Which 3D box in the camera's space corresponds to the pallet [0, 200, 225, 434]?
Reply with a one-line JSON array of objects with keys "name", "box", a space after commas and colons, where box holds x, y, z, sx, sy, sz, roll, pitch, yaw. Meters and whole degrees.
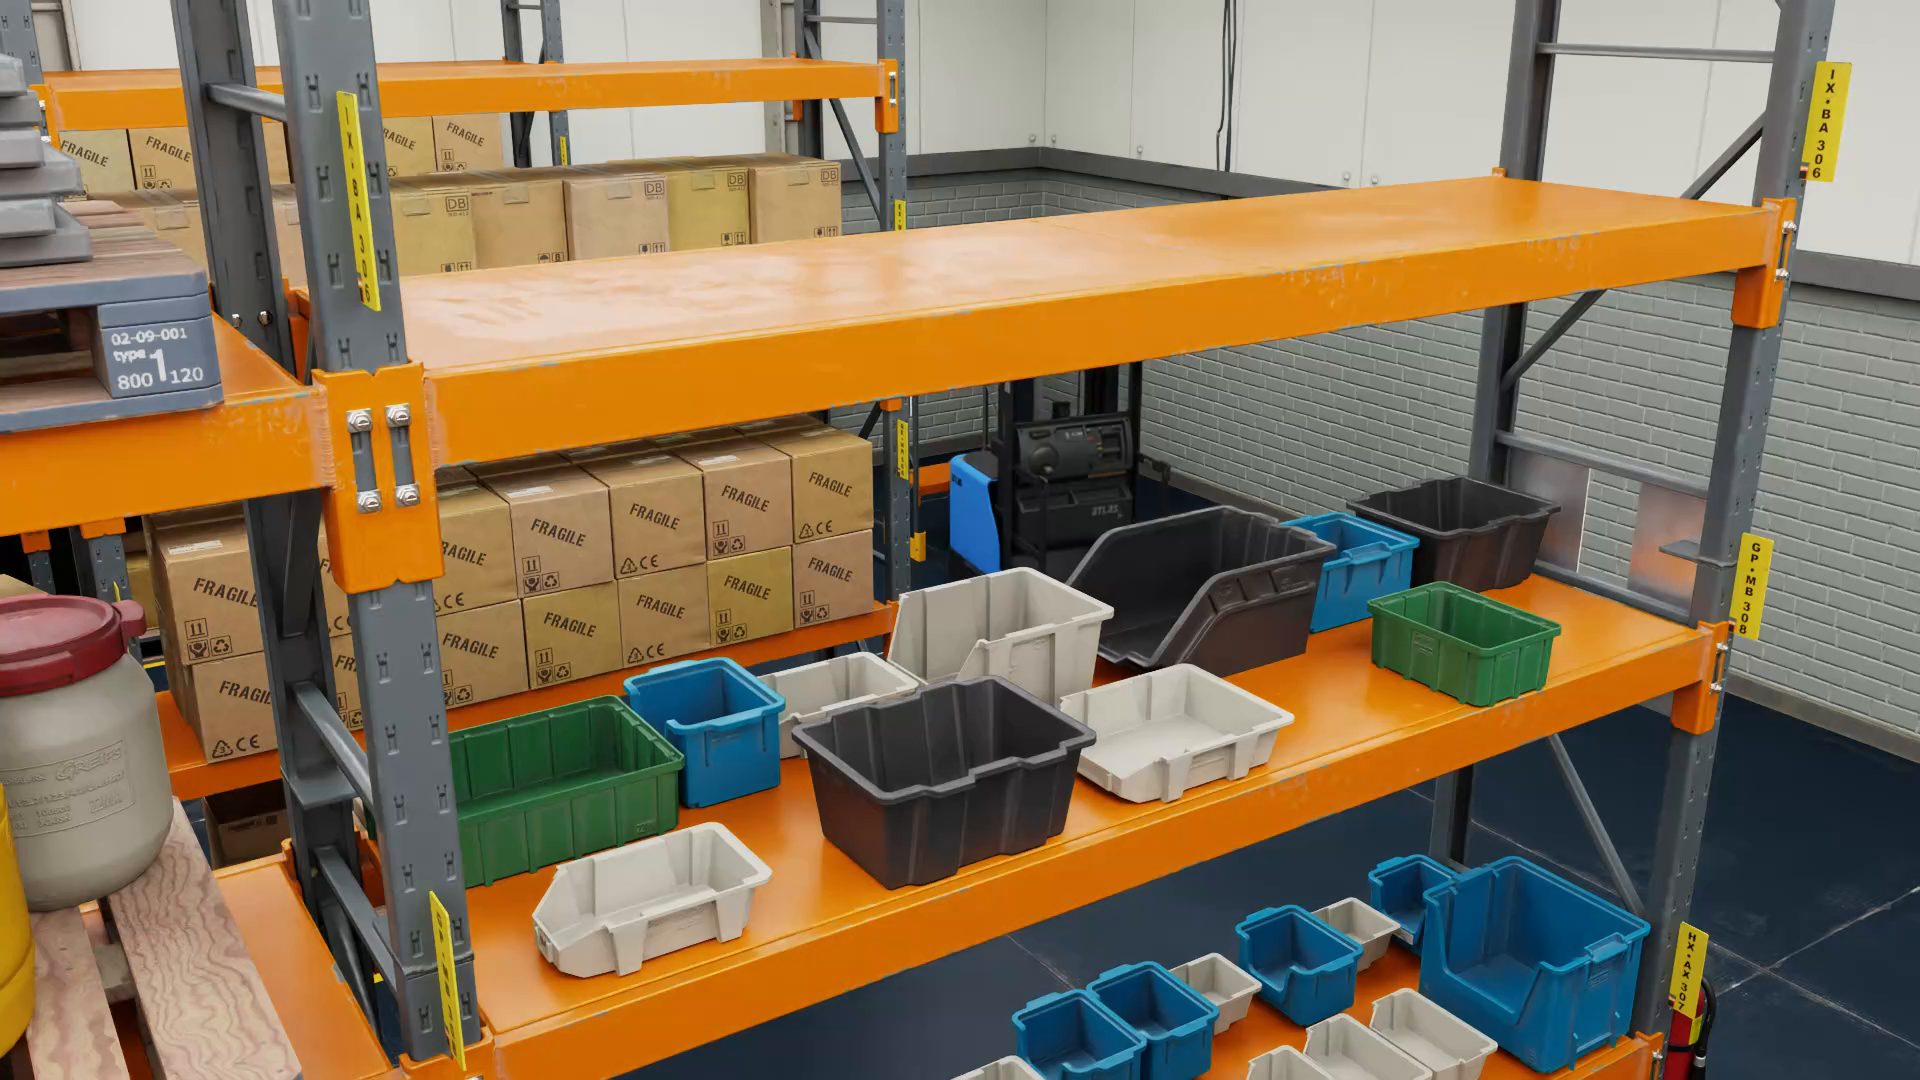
[{"name": "pallet", "box": [-1.901, -0.334, 2.600, 1.213, 0.211, 1.003, -12, 22, -31]}]

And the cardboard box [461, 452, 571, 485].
[{"name": "cardboard box", "box": [-2.399, -0.197, 8.928, 0.500, 0.500, 0.500, -12, 22, -32]}]

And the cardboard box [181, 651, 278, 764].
[{"name": "cardboard box", "box": [-3.372, 0.686, 7.877, 0.500, 0.500, 0.500, -11, 22, -30]}]

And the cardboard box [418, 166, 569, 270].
[{"name": "cardboard box", "box": [-2.319, -1.557, 8.264, 0.500, 0.500, 0.700, -12, 22, -31]}]

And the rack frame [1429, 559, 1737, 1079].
[{"name": "rack frame", "box": [2.114, 1.371, 6.006, 0.127, 3.000, 1.000, -12, 22, -31]}]

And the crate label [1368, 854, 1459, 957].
[{"name": "crate label", "box": [1.727, 1.377, 6.155, 0.303, 0.233, 0.416, -12, 22, -31]}]

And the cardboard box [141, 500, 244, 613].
[{"name": "cardboard box", "box": [-3.667, 0.071, 8.135, 0.500, 0.500, 0.500, -12, 22, -31]}]

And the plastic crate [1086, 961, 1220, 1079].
[{"name": "plastic crate", "box": [0.627, 1.609, 5.469, 0.300, 0.233, 0.416, -12, 22, -31]}]

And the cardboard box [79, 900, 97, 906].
[{"name": "cardboard box", "box": [-4.202, 1.889, 7.689, 0.500, 0.500, 0.500, -12, 22, -32]}]

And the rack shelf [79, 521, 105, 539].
[{"name": "rack shelf", "box": [-5.618, 0.022, 6.436, 4.000, 0.370, 1.077, -12, 22, -31]}]

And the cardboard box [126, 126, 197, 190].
[{"name": "cardboard box", "box": [-5.500, -2.669, 11.523, 0.500, 0.500, 0.500, -12, 22, -33]}]

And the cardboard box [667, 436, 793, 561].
[{"name": "cardboard box", "box": [-1.249, -0.234, 9.037, 0.500, 0.500, 0.500, -11, 22, -30]}]

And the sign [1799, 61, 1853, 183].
[{"name": "sign", "box": [2.430, -1.174, 4.670, 0.005, 0.325, 0.100, -12, 22, -31]}]

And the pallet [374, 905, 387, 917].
[{"name": "pallet", "box": [-3.373, 1.950, 8.646, 1.213, 0.211, 1.003, -12, 22, -31]}]

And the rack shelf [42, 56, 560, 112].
[{"name": "rack shelf", "box": [-5.005, -3.238, 12.021, 4.000, 0.370, 1.077, -12, 22, -31]}]

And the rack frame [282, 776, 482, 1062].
[{"name": "rack frame", "box": [-1.226, 2.076, 3.922, 0.127, 3.000, 1.000, -12, 22, -31]}]

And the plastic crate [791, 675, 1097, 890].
[{"name": "plastic crate", "box": [-0.038, 0.571, 3.893, 0.590, 0.269, 0.497, -12, 22, -31]}]

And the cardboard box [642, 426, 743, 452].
[{"name": "cardboard box", "box": [-1.555, -0.374, 9.450, 0.500, 0.500, 0.500, -12, 22, -31]}]

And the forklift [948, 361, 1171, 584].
[{"name": "forklift", "box": [0.944, -0.683, 12.188, 1.130, 2.935, 3.031, -8, 20, -22]}]

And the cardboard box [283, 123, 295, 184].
[{"name": "cardboard box", "box": [-4.651, -2.849, 12.057, 0.500, 0.500, 0.500, -13, 23, -34]}]

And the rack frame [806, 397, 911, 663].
[{"name": "rack frame", "box": [-0.607, 0.045, 9.927, 0.127, 3.000, 1.000, -12, 22, -31]}]

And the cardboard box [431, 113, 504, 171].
[{"name": "cardboard box", "box": [-3.795, -3.029, 12.587, 0.500, 0.500, 0.500, -12, 22, -32]}]

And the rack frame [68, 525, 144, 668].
[{"name": "rack frame", "box": [-3.947, 0.750, 7.843, 0.127, 3.000, 1.000, -12, 22, -31]}]

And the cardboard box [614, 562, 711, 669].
[{"name": "cardboard box", "box": [-1.682, 0.328, 8.933, 0.500, 0.500, 0.500, -12, 22, -31]}]

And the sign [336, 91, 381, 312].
[{"name": "sign", "box": [-0.925, -0.520, 2.558, 0.005, 0.325, 0.100, -12, 22, -31]}]

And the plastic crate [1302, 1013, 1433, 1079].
[{"name": "plastic crate", "box": [1.283, 1.707, 5.331, 0.243, 0.136, 0.396, -12, 22, -31]}]

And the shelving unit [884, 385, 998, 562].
[{"name": "shelving unit", "box": [-0.064, -0.697, 14.465, 1.083, 1.500, 0.587, -12, 22, -31]}]

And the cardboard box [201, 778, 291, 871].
[{"name": "cardboard box", "box": [-3.628, 1.550, 8.694, 0.500, 0.500, 0.500, -12, 22, -31]}]

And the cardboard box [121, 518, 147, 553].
[{"name": "cardboard box", "box": [-6.224, -0.028, 12.379, 0.250, 0.149, 0.380, -12, 22, -32]}]

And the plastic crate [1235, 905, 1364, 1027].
[{"name": "plastic crate", "box": [1.177, 1.493, 5.812, 0.300, 0.233, 0.416, -12, 22, -31]}]

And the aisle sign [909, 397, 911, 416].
[{"name": "aisle sign", "box": [-0.381, -1.116, 9.304, 0.004, 0.787, 0.394, -12, 22, -31]}]

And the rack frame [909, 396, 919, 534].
[{"name": "rack frame", "box": [-0.496, -0.606, 14.195, 0.032, 1.500, 0.500, -12, 22, -31]}]

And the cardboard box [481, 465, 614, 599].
[{"name": "cardboard box", "box": [-2.108, -0.051, 8.496, 0.500, 0.500, 0.500, -11, 22, -30]}]

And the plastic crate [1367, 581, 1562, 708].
[{"name": "plastic crate", "box": [1.448, 0.301, 4.820, 0.336, 0.188, 0.450, -12, 22, -31]}]

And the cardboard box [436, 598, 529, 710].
[{"name": "cardboard box", "box": [-2.527, 0.507, 8.405, 0.500, 0.500, 0.500, -12, 22, -32]}]

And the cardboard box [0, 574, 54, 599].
[{"name": "cardboard box", "box": [-4.466, 0.527, 7.690, 0.700, 0.500, 0.500, 14, 23, 35]}]

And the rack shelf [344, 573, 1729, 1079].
[{"name": "rack shelf", "box": [0.444, 0.643, 4.599, 4.000, 0.370, 1.077, -12, 22, -31]}]

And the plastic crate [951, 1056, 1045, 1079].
[{"name": "plastic crate", "box": [0.063, 1.785, 5.100, 0.466, 0.136, 0.293, -12, 22, -31]}]

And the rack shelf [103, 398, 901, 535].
[{"name": "rack shelf", "box": [-2.277, -0.682, 8.520, 4.000, 0.370, 1.077, -12, 22, -31]}]

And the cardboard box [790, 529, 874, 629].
[{"name": "cardboard box", "box": [-0.831, 0.150, 9.462, 0.500, 0.500, 0.500, -11, 22, -30]}]

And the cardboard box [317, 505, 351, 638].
[{"name": "cardboard box", "box": [-2.969, 0.130, 7.959, 0.500, 0.500, 0.500, -13, 22, -33]}]

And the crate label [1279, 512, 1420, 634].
[{"name": "crate label", "box": [1.166, 0.097, 5.324, 0.502, 0.251, 0.408, -12, 22, -31]}]

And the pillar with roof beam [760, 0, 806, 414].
[{"name": "pillar with roof beam", "box": [0.813, -3.676, 11.568, 0.400, 9.000, 9.100, -12, 22, -31]}]

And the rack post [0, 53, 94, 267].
[{"name": "rack post", "box": [-1.947, -0.591, 2.559, 0.954, 0.300, 0.937, -12, 22, -32]}]

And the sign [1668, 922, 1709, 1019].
[{"name": "sign", "box": [2.430, 1.438, 5.553, 0.005, 0.325, 0.100, -12, 22, -31]}]

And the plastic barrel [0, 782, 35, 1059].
[{"name": "plastic barrel", "box": [-1.877, 0.582, 2.708, 0.600, 0.588, 0.600, 0, 19, 0]}]

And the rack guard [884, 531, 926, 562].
[{"name": "rack guard", "box": [-0.480, -0.017, 14.406, 0.087, 0.250, 0.587, -12, 22, -31]}]

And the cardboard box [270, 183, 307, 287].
[{"name": "cardboard box", "box": [-3.067, -1.338, 7.618, 0.500, 0.500, 0.700, -12, 22, -31]}]

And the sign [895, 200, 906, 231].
[{"name": "sign", "box": [-0.318, -1.643, 8.855, 0.005, 0.325, 0.100, -12, 22, -31]}]

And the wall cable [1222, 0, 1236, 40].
[{"name": "wall cable", "box": [3.074, -5.219, 13.096, 0.112, 2.526, 3.097, -12, 22, -31]}]

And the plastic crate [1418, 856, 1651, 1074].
[{"name": "plastic crate", "box": [1.937, 1.435, 5.668, 0.499, 0.435, 0.616, -12, 22, -31]}]

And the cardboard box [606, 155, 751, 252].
[{"name": "cardboard box", "box": [-1.491, -1.736, 8.796, 0.500, 0.500, 0.700, -12, 22, -31]}]

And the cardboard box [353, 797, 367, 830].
[{"name": "cardboard box", "box": [-3.001, 1.507, 9.115, 0.500, 0.311, 0.500, -12, 22, -31]}]

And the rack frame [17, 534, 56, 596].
[{"name": "rack frame", "box": [-6.675, -0.574, 11.760, 0.127, 3.000, 1.000, -12, 22, -31]}]

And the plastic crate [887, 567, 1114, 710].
[{"name": "plastic crate", "box": [0.094, 0.314, 4.634, 0.530, 0.282, 0.437, -12, 22, -31]}]

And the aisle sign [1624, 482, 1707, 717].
[{"name": "aisle sign", "box": [2.336, 0.205, 5.395, 0.004, 0.787, 0.394, -12, 22, -31]}]

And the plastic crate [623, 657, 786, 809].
[{"name": "plastic crate", "box": [-0.642, 0.488, 4.195, 0.300, 0.233, 0.416, -12, 22, -31]}]

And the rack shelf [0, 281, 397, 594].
[{"name": "rack shelf", "box": [-2.897, 0.116, 2.098, 4.000, 0.370, 1.077, -12, 22, -31]}]

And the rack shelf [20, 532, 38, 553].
[{"name": "rack shelf", "box": [-8.345, 0.119, 10.833, 4.000, 0.370, 1.077, -12, 22, -31]}]
